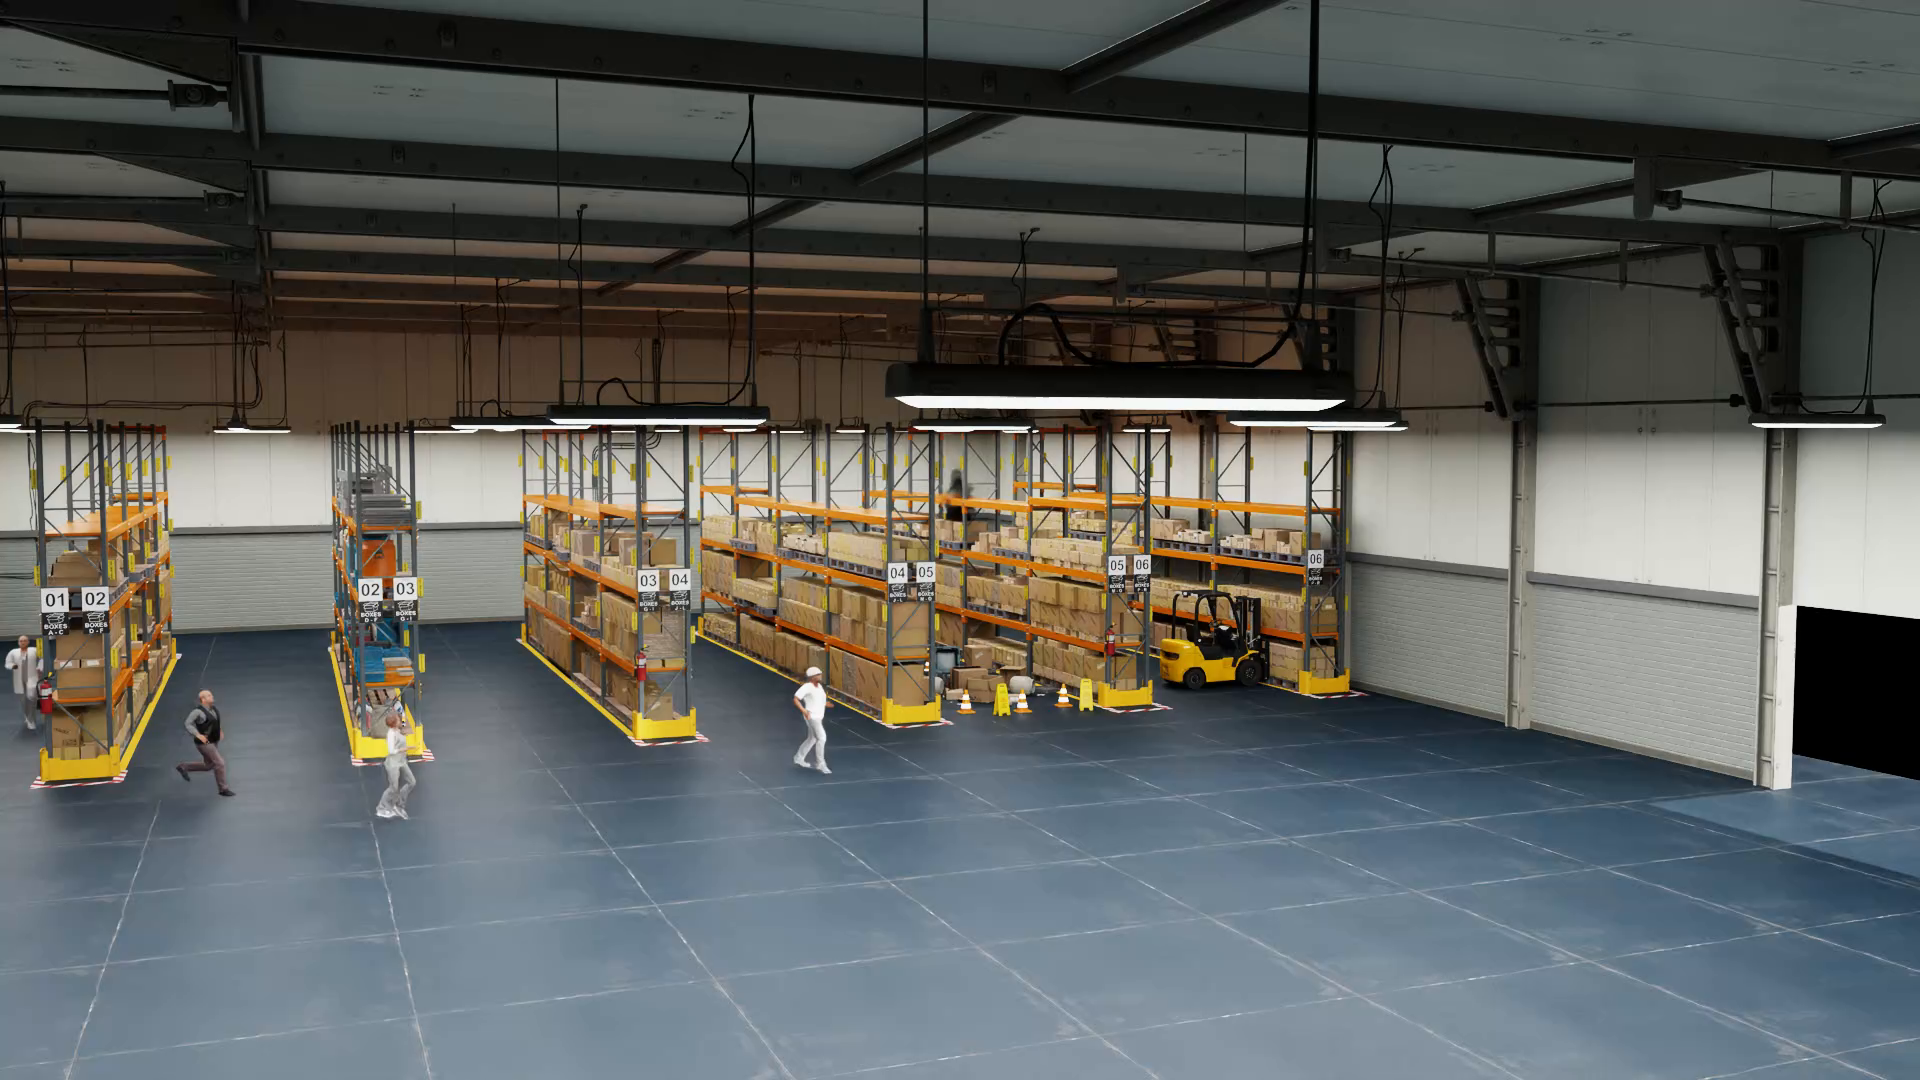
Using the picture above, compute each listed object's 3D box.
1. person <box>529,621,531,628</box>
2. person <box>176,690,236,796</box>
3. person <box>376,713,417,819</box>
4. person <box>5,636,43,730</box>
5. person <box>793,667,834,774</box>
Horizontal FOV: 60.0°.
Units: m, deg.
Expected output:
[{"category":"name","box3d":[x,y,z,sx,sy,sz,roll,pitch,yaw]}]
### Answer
[{"category":"person","box3d":[-12.093,1.931,47.593,0.757,1.689,0.609,0,4,-4]},{"category":"person","box3d":[-12.033,3.261,26.494,1.000,1.691,0.636,0,4,-1]},{"category":"person","box3d":[-8.383,3.377,24.776,0.640,1.618,0.514,0,4,1]},{"category":"person","box3d":[-18.370,2.798,32.699,0.687,1.851,0.868,-1,4,-20]},{"category":"person","box3d":[-2.504,3.070,28.394,0.746,1.822,0.687,1,4,15]}]
